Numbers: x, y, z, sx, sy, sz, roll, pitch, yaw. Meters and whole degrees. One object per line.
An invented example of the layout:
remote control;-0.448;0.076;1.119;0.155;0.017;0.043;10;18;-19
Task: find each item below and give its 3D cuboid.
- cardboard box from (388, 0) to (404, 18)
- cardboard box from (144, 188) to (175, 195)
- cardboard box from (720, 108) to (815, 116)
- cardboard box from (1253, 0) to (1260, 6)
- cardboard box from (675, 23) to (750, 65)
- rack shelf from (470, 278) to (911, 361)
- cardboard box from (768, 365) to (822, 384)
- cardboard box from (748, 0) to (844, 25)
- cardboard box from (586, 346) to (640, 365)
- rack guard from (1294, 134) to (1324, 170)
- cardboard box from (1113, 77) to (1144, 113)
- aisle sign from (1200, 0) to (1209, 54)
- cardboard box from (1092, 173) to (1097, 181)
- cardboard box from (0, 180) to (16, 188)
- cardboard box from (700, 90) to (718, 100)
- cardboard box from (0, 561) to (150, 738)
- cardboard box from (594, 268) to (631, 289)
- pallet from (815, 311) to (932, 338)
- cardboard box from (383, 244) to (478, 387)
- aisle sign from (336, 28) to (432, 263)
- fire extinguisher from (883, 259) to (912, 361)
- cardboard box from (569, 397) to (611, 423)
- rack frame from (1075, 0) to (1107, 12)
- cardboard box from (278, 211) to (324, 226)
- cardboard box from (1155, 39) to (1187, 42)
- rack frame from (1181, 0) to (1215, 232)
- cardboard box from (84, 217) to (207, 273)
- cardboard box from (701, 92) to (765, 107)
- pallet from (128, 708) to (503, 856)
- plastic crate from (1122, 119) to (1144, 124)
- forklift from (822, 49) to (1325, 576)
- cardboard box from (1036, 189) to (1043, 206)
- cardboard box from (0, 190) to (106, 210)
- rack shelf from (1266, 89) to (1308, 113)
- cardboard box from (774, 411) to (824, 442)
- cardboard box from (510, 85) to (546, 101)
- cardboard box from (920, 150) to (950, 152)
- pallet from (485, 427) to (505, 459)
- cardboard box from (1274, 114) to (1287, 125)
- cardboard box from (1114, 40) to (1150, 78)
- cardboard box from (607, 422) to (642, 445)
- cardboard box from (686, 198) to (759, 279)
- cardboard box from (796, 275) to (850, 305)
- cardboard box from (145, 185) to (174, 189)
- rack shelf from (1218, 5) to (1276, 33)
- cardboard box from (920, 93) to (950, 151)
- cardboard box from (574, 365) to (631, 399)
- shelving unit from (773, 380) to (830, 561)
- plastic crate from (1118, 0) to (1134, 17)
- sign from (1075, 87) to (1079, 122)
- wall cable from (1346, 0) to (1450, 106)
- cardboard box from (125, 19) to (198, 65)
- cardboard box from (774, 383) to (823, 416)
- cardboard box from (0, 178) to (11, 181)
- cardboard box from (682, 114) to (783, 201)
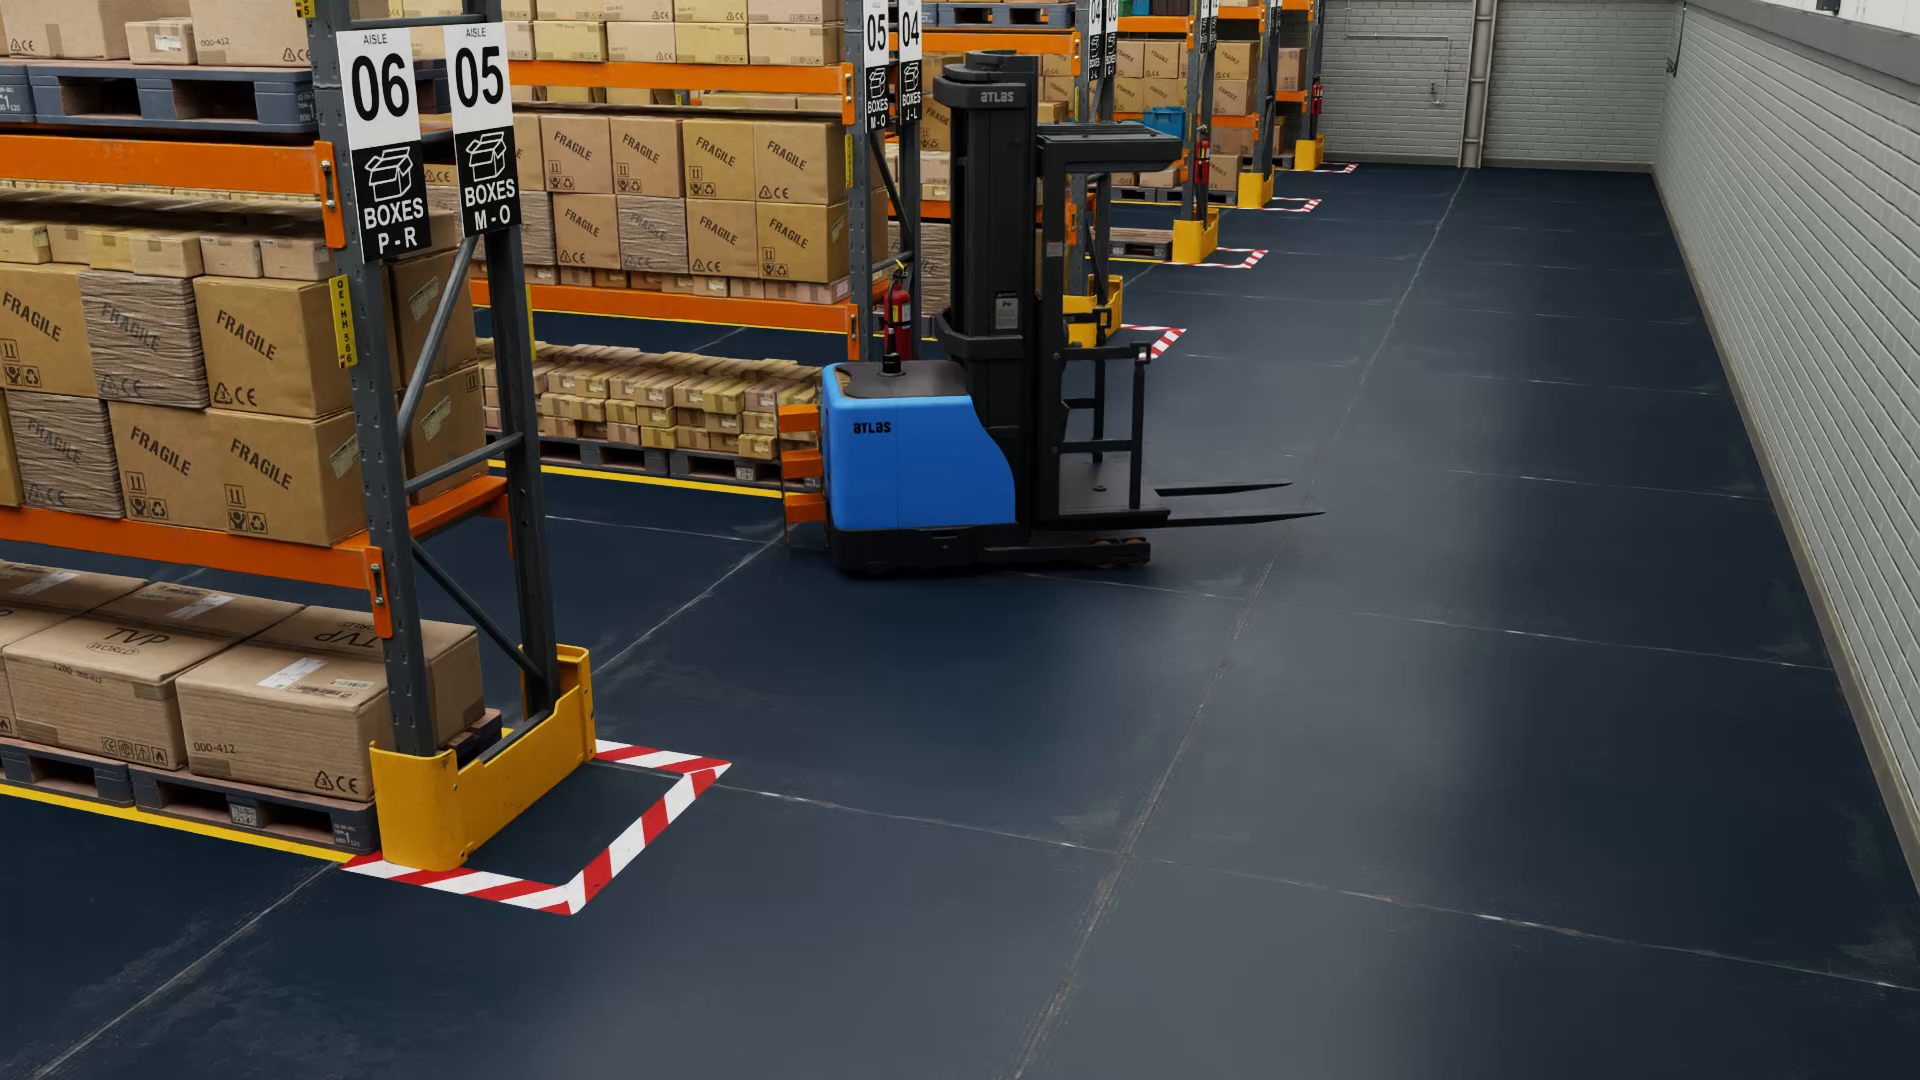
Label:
cardboard box;-3.893;-3.729;11.451;0.500;0.250;0.500;7;20;20
cardboard box;-5.956;-2.617;12.641;0.250;0.149;0.380;7;20;18
cardboard box;-1.306;-2.685;11.422;0.500;0.500;0.500;7;20;20
cardboard box;4.085;-7.933;24.271;0.500;0.250;0.500;7;20;18
cardboard box;-1.491;-3.207;10.713;0.500;0.250;0.500;7;20;18
rack shelf;-2.380;-1.718;11.864;4.000;0.370;1.077;7;20;18
cardboard box;-1.174;-1.129;11.872;0.250;0.149;0.380;7;20;19
cardboard box;-1.009;-3.394;10.490;0.500;0.250;0.500;6;20;16
cardboard box;-2.591;-1.331;12.451;0.250;0.149;0.380;6;20;16
rack guard;6.132;-6.810;29.178;0.348;0.500;1.175;7;20;18
cardboard box;2.538;-6.629;24.707;0.500;0.500;0.500;6;20;17
aisle sign;2.830;-6.042;19.225;0.004;0.787;0.394;7;20;18
cardboard box;2.049;-5.769;25.808;0.500;0.311;0.500;7;20;18
cardboard box;-7.400;-2.783;13.117;0.250;0.149;0.380;8;21;21
cardboard box;-4.010;-7.209;26.906;0.250;0.149;0.380;7;20;18
cardboard box;-4.394;0.485;7.704;0.875;0.438;0.875;6;20;16
cardboard box;-2.335;-1.861;11.561;0.250;0.149;0.380;7;20;19
pallet;-0.697;-2.251;16.535;1.213;0.211;1.003;7;20;18
cardboard box;-2.379;-0.952;6.901;0.500;0.500;0.500;6;20;17
aisle sign;-2.053;-1.415;5.952;0.004;0.787;0.394;7;20;18
fire extinguisher;-0.404;-1.458;10.710;0.183;0.674;0.296;7;20;18
cardboard box;-2.573;-0.965;11.851;0.250;0.149;0.380;7;20;19
rack frame;1.233;-6.206;14.531;0.127;3.000;1.000;7;20;18
cardboard box;-2.535;-1.248;6.766;0.250;0.149;0.380;7;20;19
cardboard box;3.187;-7.212;24.860;0.500;0.500;0.500;7;20;19
rack frame;2.858;-4.913;19.937;0.127;3.000;1.000;7;20;18
cardboard box;-3.168;-1.156;6.501;0.250;0.149;0.380;7;20;19
cardboard box;-2.177;-4.098;16.234;0.500;0.500;0.500;7;20;18
pallet;-2.800;0.963;7.316;1.213;0.211;1.003;7;20;18
plastic crate;2.111;-5.062;20.529;0.300;0.233;0.416;7;20;18
forklift;0.700;-1.380;9.906;3.031;2.935;1.130;-3;19;-8
cardboard box;0.788;-3.190;15.377;0.250;0.149;0.380;7;20;19
cardboard box;-3.978;-1.436;7.304;0.250;0.149;0.380;7;20;18
rack shelf;4.220;-7.870;29.512;4.000;0.370;1.077;7;20;18
cardboard box;-1.083;-0.803;11.386;0.250;0.149;0.380;6;20;17
cardboard box;-4.388;-4.532;17.169;0.637;0.503;0.797;7;20;20
cardboard box;-0.099;-3.688;16.198;0.500;0.250;0.500;6;20;16
pallet;-3.623;-0.896;12.648;1.213;0.211;1.003;7;20;18
cardboard box;5.599;-7.411;29.277;0.250;0.149;0.380;7;20;18
cardboard box;2.523;-7.099;24.537;0.500;0.500;0.500;7;20;20
cardboard box;-2.304;-0.804;11.842;0.250;0.149;0.380;7;20;19
cardboard box;-1.484;-2.055;11.134;0.500;0.500;0.500;6;20;17
cardboard box;-0.891;-1.670;11.016;0.250;0.149;0.380;7;20;18
cardboard box;-5.943;-2.758;12.595;0.250;0.149;0.380;6;20;16
rack shelf;2.598;-7.745;24.598;4.000;0.370;1.077;7;20;18
cardboard box;-0.096;-4.041;16.071;0.500;0.500;0.500;6;20;17
cardboard box;-2.544;-1.128;11.869;0.250;0.149;0.380;7;20;18
shelving unit;-0.949;-0.413;9.976;0.252;1.050;0.215;-5;20;-8
plastic crate;1.833;-6.247;19.529;0.336;0.188;0.450;7;20;18
sign;1.042;-3.864;14.809;0.005;0.325;0.100;7;20;18
wall cable;7.629;-8.629;29.053;1.851;1.984;0.084;7;20;18
cardboard box;-2.896;-1.876;6.259;0.250;0.149;0.380;5;20;14
cardboard box;-1.074;-0.953;11.366;0.250;0.149;0.380;7;20;19
cardboard box;-7.420;-2.928;13.082;0.250;0.149;0.380;6;20;17
cardboard box;-1.483;-2.528;10.973;0.500;0.500;0.500;6;20;16
